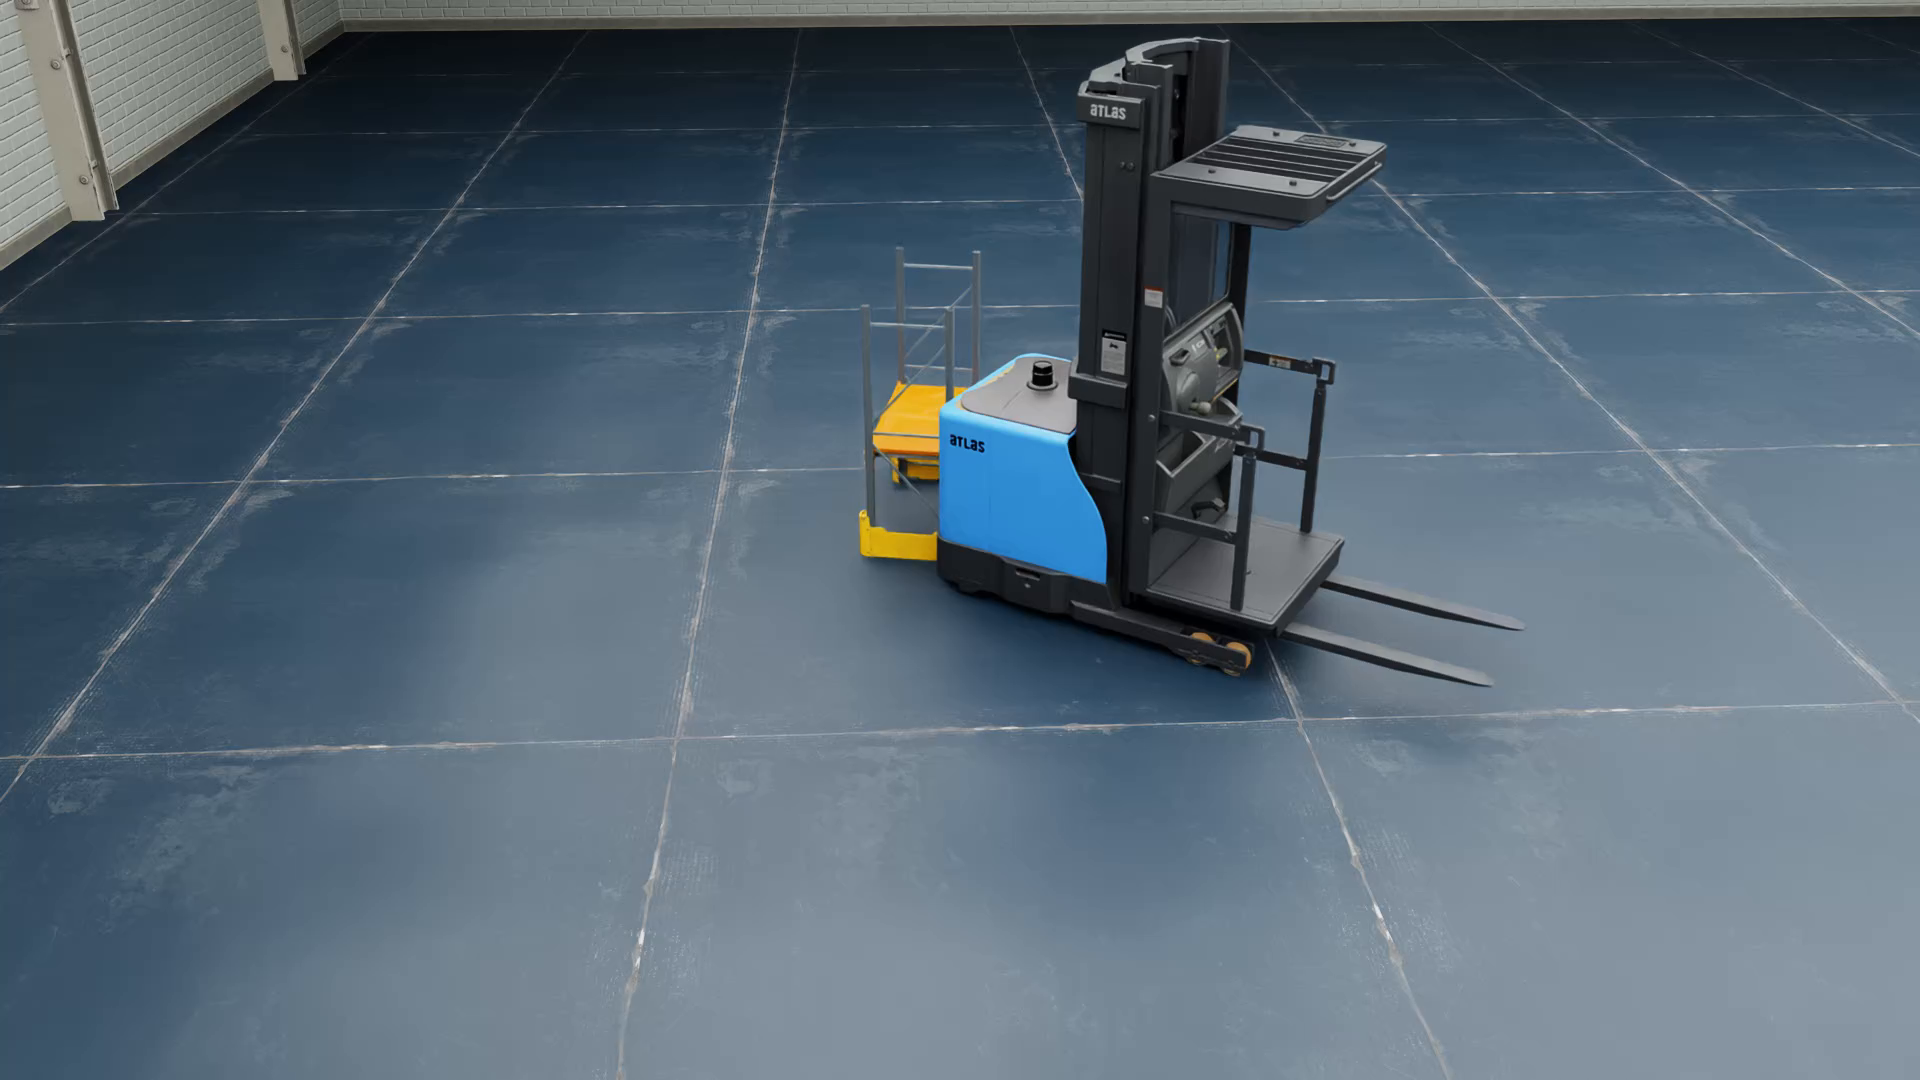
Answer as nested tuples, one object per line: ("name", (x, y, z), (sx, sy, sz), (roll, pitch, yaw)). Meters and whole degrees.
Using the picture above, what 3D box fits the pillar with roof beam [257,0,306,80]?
("pillar with roof beam", (-4.142, -9.922, 19.043), (9.100, 9.000, 0.400), (-1, 28, -3))

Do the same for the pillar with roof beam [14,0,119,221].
("pillar with roof beam", (-3.828, -7.151, 13.730), (9.100, 9.000, 0.400), (-1, 28, -3))

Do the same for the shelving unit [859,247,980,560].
("shelving unit", (-0.207, -0.805, 9.672), (0.587, 1.500, 1.083), (4, 28, 8))

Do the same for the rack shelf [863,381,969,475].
("rack shelf", (-0.206, -0.650, 9.763), (0.538, 0.185, 1.000), (4, 28, 8))

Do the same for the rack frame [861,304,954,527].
("rack frame", (-0.281, -0.577, 9.234), (0.500, 1.500, 0.032), (4, 28, 8))

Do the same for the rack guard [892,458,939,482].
("rack guard", (-0.133, -0.479, 10.398), (0.587, 0.250, 0.087), (4, 28, 8))

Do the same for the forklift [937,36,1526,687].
("forklift", (1.404, -0.893, 8.294), (3.031, 2.935, 1.130), (15, 31, 27))

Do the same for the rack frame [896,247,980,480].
("rack frame", (-0.130, -1.042, 10.126), (0.500, 1.500, 0.032), (4, 28, 8))

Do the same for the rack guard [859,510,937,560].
("rack guard", (-0.281, -0.023, 9.524), (0.587, 0.250, 0.087), (4, 28, 8))
